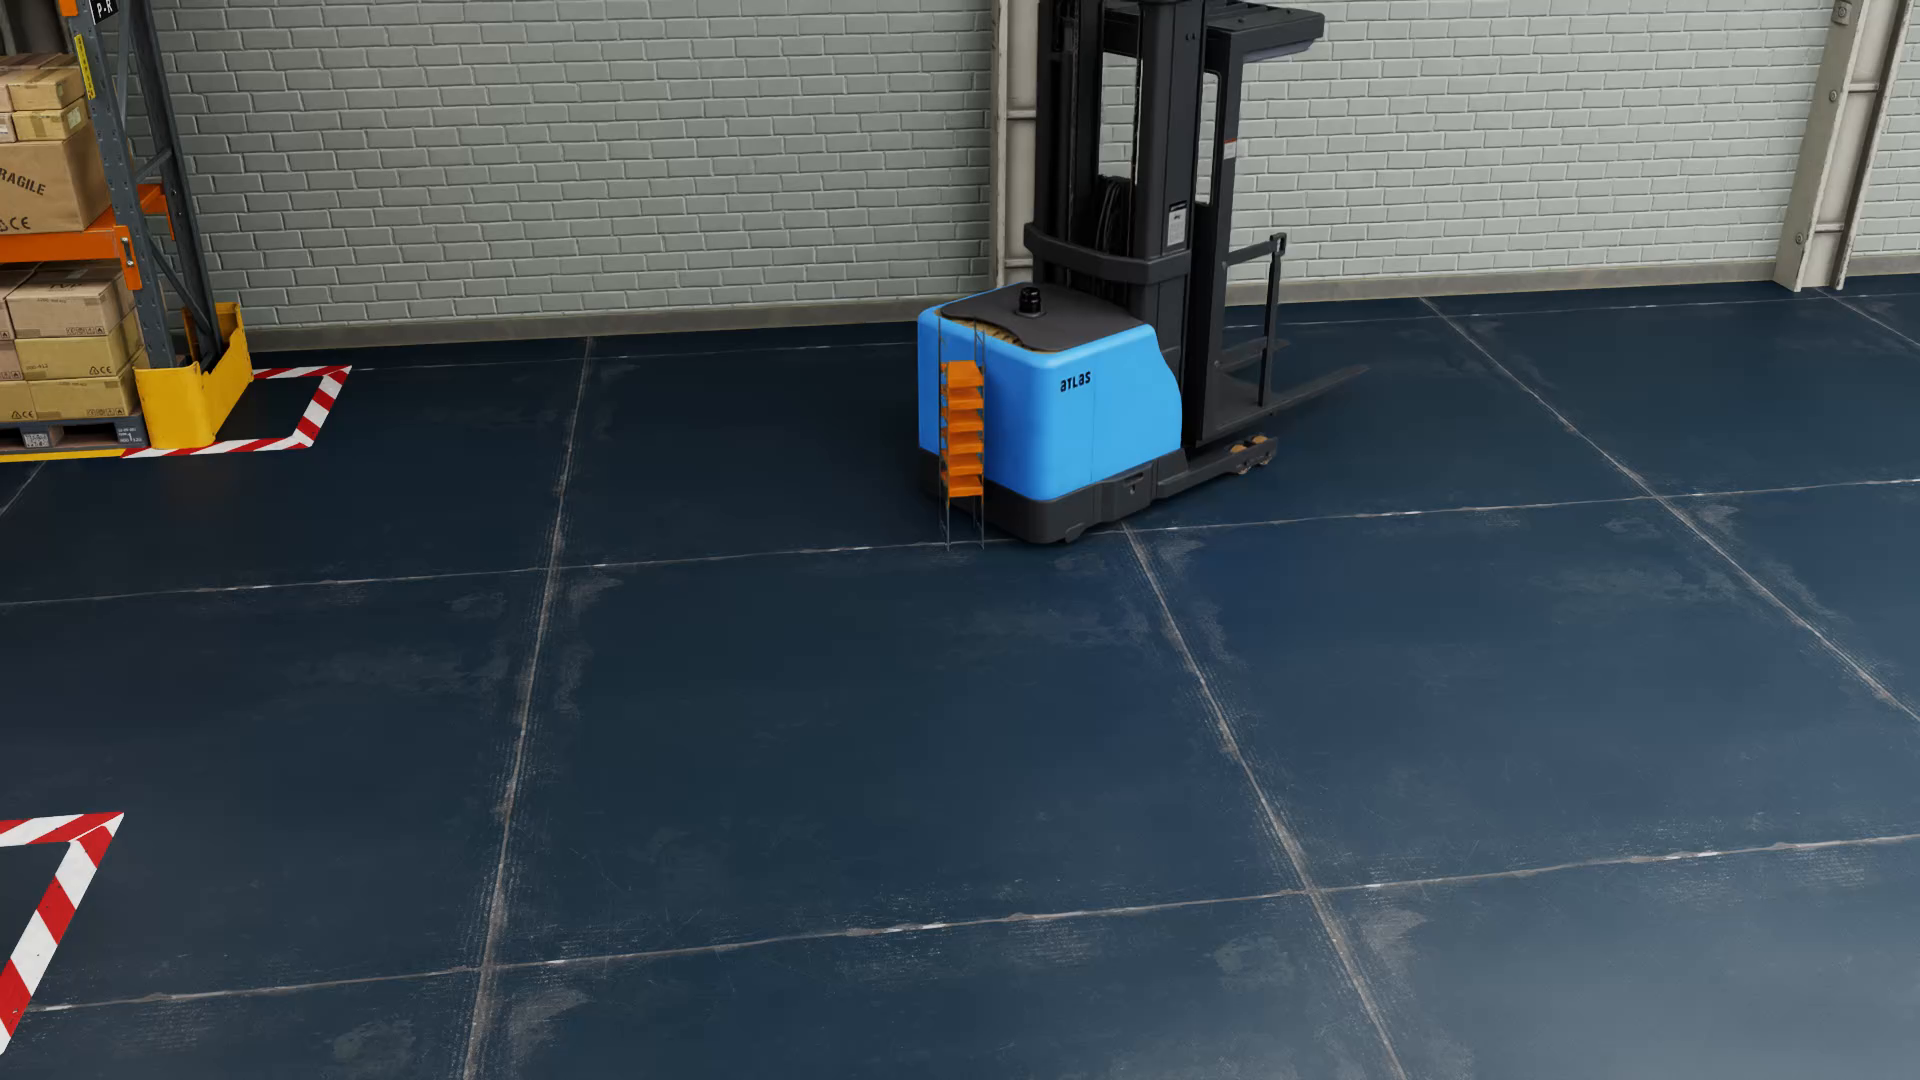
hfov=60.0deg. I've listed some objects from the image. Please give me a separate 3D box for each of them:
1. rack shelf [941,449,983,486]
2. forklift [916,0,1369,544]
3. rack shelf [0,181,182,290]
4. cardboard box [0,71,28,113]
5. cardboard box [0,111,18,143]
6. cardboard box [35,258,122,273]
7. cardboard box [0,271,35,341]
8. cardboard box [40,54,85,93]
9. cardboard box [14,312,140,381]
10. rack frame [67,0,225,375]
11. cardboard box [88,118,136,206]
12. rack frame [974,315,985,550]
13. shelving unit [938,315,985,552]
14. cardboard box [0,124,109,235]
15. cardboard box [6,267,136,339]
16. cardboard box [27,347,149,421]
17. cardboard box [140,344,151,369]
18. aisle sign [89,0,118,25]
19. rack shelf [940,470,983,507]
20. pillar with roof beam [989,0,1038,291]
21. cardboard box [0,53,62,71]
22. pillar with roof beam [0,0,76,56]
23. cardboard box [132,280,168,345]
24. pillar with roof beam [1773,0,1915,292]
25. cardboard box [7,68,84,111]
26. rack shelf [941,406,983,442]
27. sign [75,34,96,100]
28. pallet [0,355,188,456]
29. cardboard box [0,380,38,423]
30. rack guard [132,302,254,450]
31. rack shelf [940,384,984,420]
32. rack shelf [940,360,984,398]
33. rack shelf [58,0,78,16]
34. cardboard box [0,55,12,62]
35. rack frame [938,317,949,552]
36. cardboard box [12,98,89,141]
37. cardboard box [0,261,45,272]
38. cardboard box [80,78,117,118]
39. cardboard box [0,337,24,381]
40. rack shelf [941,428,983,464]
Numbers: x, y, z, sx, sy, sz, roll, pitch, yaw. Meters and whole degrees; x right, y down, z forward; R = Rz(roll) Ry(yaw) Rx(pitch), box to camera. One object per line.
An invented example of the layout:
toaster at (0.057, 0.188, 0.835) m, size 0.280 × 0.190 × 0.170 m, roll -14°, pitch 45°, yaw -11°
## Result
rack shelf at (0.007, -0.384, 8.545) m, size 0.180 × 0.103 × 0.258 m, roll -5°, pitch 27°, yaw -9°
forklift at (1.198, -1.837, 9.120) m, size 3.031 × 2.935 × 1.130 m, roll -22°, pitch 34°, yaw -36°
rack shelf at (-6.685, -1.687, 9.540) m, size 4.000 × 0.370 × 1.077 m, roll -4°, pitch 27°, yaw -7°
cardboard box at (-5.269, -2.452, 9.097) m, size 0.250 × 0.149 × 0.380 m, roll -4°, pitch 27°, yaw -7°
cardboard box at (-5.257, -2.289, 9.105) m, size 0.250 × 0.149 × 0.380 m, roll -3°, pitch 27°, yaw -6°
cardboard box at (-5.206, -1.598, 10.034) m, size 0.500 × 0.250 × 0.500 m, roll -4°, pitch 27°, yaw -8°
cardboard box at (-5.621, -1.337, 9.527) m, size 0.500 × 0.250 × 0.500 m, roll -3°, pitch 27°, yaw -6°
cardboard box at (-5.066, -2.675, 9.531) m, size 0.250 × 0.149 × 0.380 m, roll -4°, pitch 27°, yaw -8°
cardboard box at (-5.142, -1.148, 9.706) m, size 0.500 × 0.250 × 0.500 m, roll -4°, pitch 27°, yaw -8°
rack frame at (-4.704, -2.134, 9.624) m, size 0.127 × 3.000 × 1.000 m, roll -4°, pitch 27°, yaw -7°
cardboard box at (-5.233, -2.273, 9.784) m, size 0.500 × 0.500 × 0.500 m, roll -3°, pitch 27°, yaw -5°
rack frame at (0.096, -0.539, 8.484) m, size 0.006 × 1.200 × 0.240 m, roll -5°, pitch 27°, yaw -9°
shelving unit at (0.006, -0.531, 8.470) m, size 0.189 × 1.200 × 0.258 m, roll -5°, pitch 27°, yaw -9°
cardboard box at (-5.155, -2.029, 9.308) m, size 0.500 × 0.500 × 0.500 m, roll -4°, pitch 27°, yaw -8°
cardboard box at (-5.117, -1.372, 9.595) m, size 0.500 × 0.250 × 0.500 m, roll -3°, pitch 27°, yaw -5°
cardboard box at (-5.125, -0.925, 9.819) m, size 0.500 × 0.250 × 0.500 m, roll -3°, pitch 27°, yaw -7°
cardboard box at (-5.218, -1.155, 10.267) m, size 0.500 × 0.250 × 0.500 m, roll -4°, pitch 27°, yaw -7°
aisle sign at (-4.598, -3.162, 8.780) m, size 0.004 × 0.787 × 0.394 m, roll -4°, pitch 27°, yaw -7°
rack shelf at (0.007, -0.278, 8.599) m, size 0.180 × 0.103 × 0.258 m, roll -5°, pitch 27°, yaw -9°
pillar with roof beam at (1.022, -3.602, 5.913) m, size 0.400 × 9.000 × 9.100 m, roll -4°, pitch 27°, yaw -7°
cardboard box at (-5.338, -2.686, 9.554) m, size 0.250 × 0.149 × 0.380 m, roll -3°, pitch 27°, yaw -5°
pillar with roof beam at (-4.919, -3.220, 5.169) m, size 0.400 × 9.000 × 9.100 m, roll -4°, pitch 27°, yaw -7°
cardboard box at (-5.199, -1.384, 10.166) m, size 0.500 × 0.250 × 0.500 m, roll -3°, pitch 27°, yaw -6°
pillar with roof beam at (6.964, -3.984, 6.656) m, size 0.400 × 9.000 × 9.100 m, roll -4°, pitch 27°, yaw -7°
cardboard box at (-5.029, -2.482, 9.155) m, size 0.250 × 0.149 × 0.380 m, roll -4°, pitch 27°, yaw -7°
rack shelf at (0.006, -0.598, 8.435) m, size 0.180 × 0.103 × 0.258 m, roll -5°, pitch 27°, yaw -9°
sign at (-4.642, -2.509, 8.825) m, size 0.005 × 0.325 × 0.100 m, roll -4°, pitch 27°, yaw -7°
pallet at (-5.455, -0.826, 10.128) m, size 1.213 × 0.211 × 1.003 m, roll -4°, pitch 27°, yaw -7°
cardboard box at (-5.619, -0.898, 9.766) m, size 0.500 × 0.250 × 0.500 m, roll -4°, pitch 27°, yaw -7°
rack guard at (-4.680, -1.024, 10.197) m, size 0.348 × 0.500 × 1.175 m, roll -4°, pitch 27°, yaw -7°
rack shelf at (0.006, -0.705, 8.381) m, size 0.180 × 0.103 × 0.258 m, roll -5°, pitch 27°, yaw -9°
rack shelf at (0.006, -0.812, 8.326) m, size 0.180 × 0.103 × 0.258 m, roll -5°, pitch 27°, yaw -9°
rack shelf at (-6.685, -3.021, 8.855) m, size 4.000 × 0.370 × 1.077 m, roll -4°, pitch 27°, yaw -7°
cardboard box at (-5.590, -2.650, 9.483) m, size 0.250 × 0.149 × 0.380 m, roll -3°, pitch 27°, yaw -6°
rack frame at (-0.083, -0.523, 8.455) m, size 0.006 × 1.200 × 0.240 m, roll -5°, pitch 27°, yaw -9°
cardboard box at (-5.008, -2.319, 9.163) m, size 0.250 × 0.149 × 0.380 m, roll -3°, pitch 27°, yaw -6°
cardboard box at (-5.701, -1.564, 9.969) m, size 0.500 × 0.250 × 0.500 m, roll -4°, pitch 27°, yaw -7°
cardboard box at (-5.076, -2.563, 9.639) m, size 0.250 × 0.149 × 0.380 m, roll -4°, pitch 27°, yaw -8°
cardboard box at (-5.641, -1.121, 9.653) m, size 0.500 × 0.250 × 0.500 m, roll -4°, pitch 27°, yaw -8°
rack shelf at (0.007, -0.491, 8.490) m, size 0.180 × 0.103 × 0.258 m, roll -5°, pitch 27°, yaw -9°
